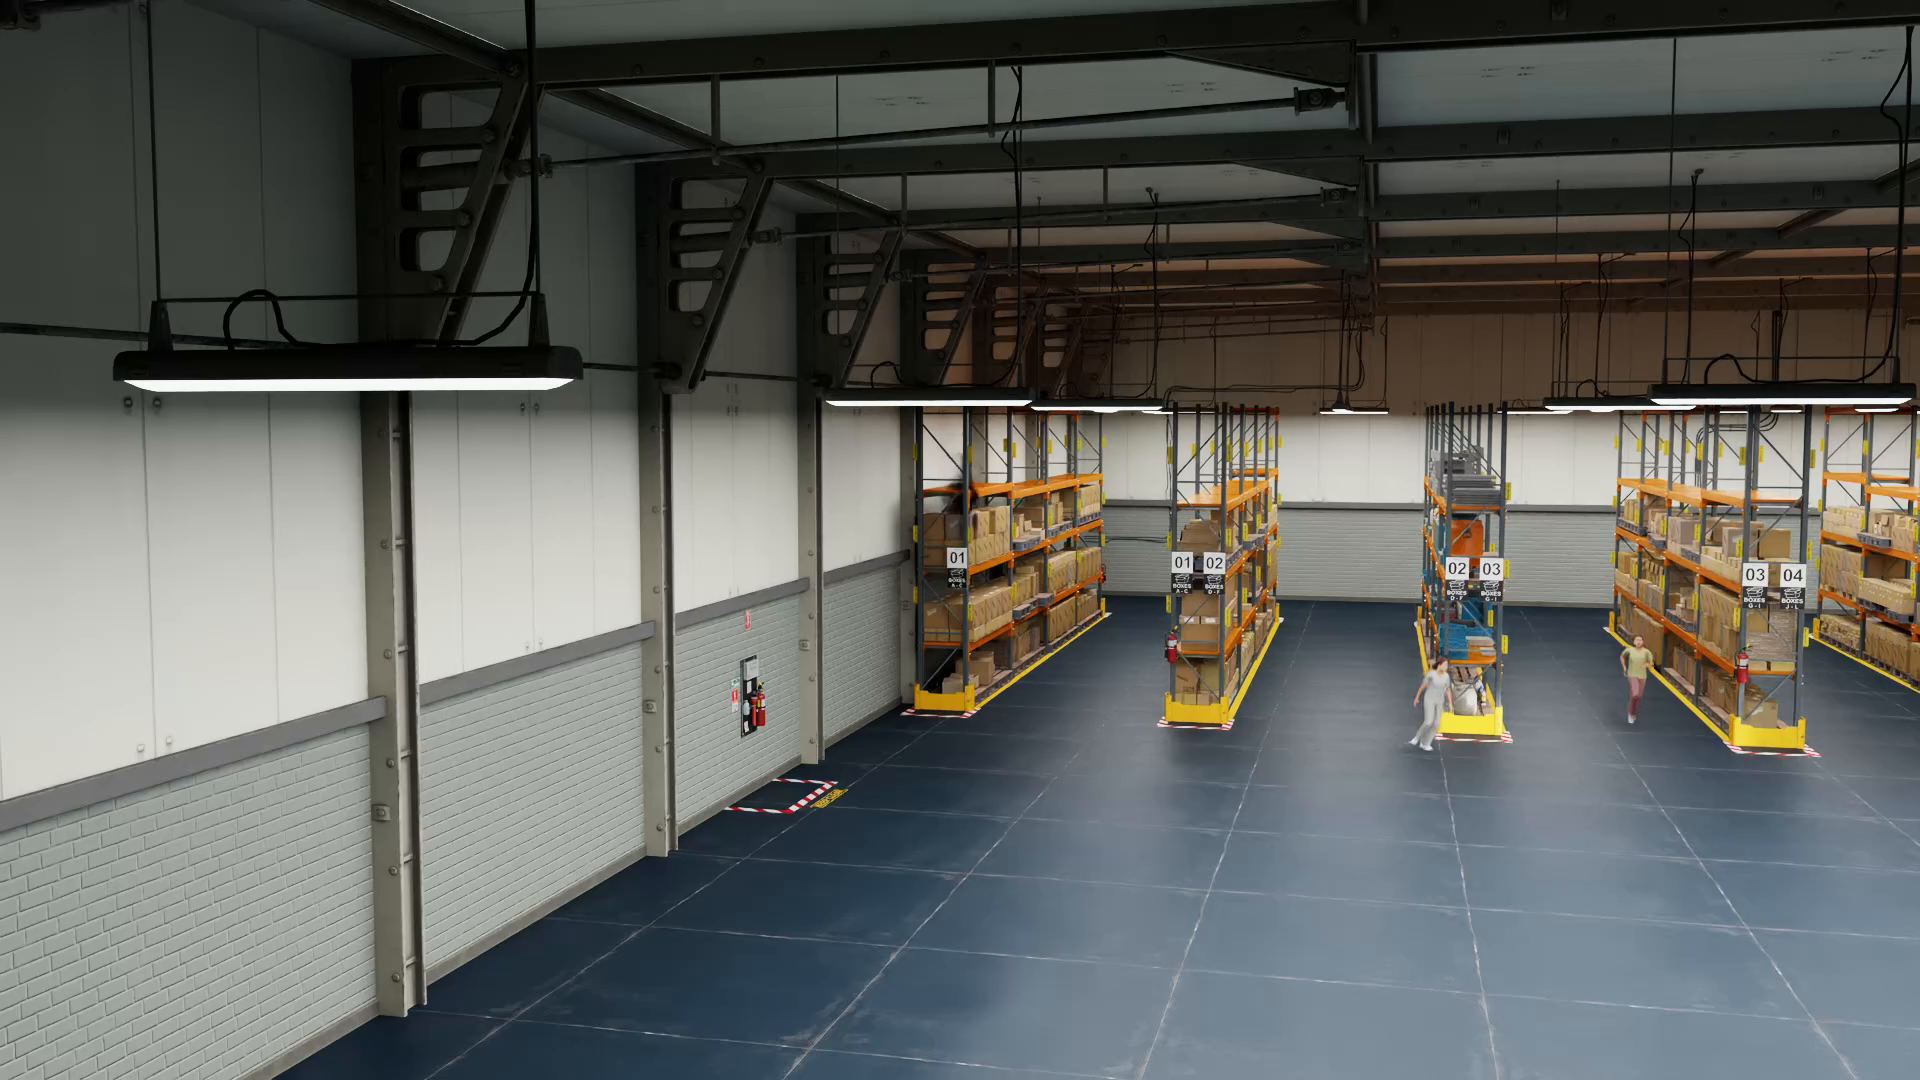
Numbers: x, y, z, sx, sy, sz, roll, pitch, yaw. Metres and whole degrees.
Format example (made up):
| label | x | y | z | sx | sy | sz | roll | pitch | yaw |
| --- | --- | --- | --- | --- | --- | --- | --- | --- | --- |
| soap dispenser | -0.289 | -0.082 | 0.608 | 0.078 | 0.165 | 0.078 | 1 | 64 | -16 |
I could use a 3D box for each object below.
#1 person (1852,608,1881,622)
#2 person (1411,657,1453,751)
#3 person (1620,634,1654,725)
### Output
| label | x | y | z | sx | sy | sz | roll | pitch | yaw |
| --- | --- | --- | --- | --- | --- | --- | --- | --- | --- |
| person | 24.549 | 1.517 | 45.002 | 0.831 | 1.845 | 0.687 | 0 | 4 | -6 |
| person | 8.107 | 2.809 | 28.597 | 0.611 | 1.651 | 0.522 | -1 | 4 | -19 |
| person | 12.668 | 2.594 | 31.087 | 0.532 | 1.683 | 0.674 | 0 | 4 | 7 |
